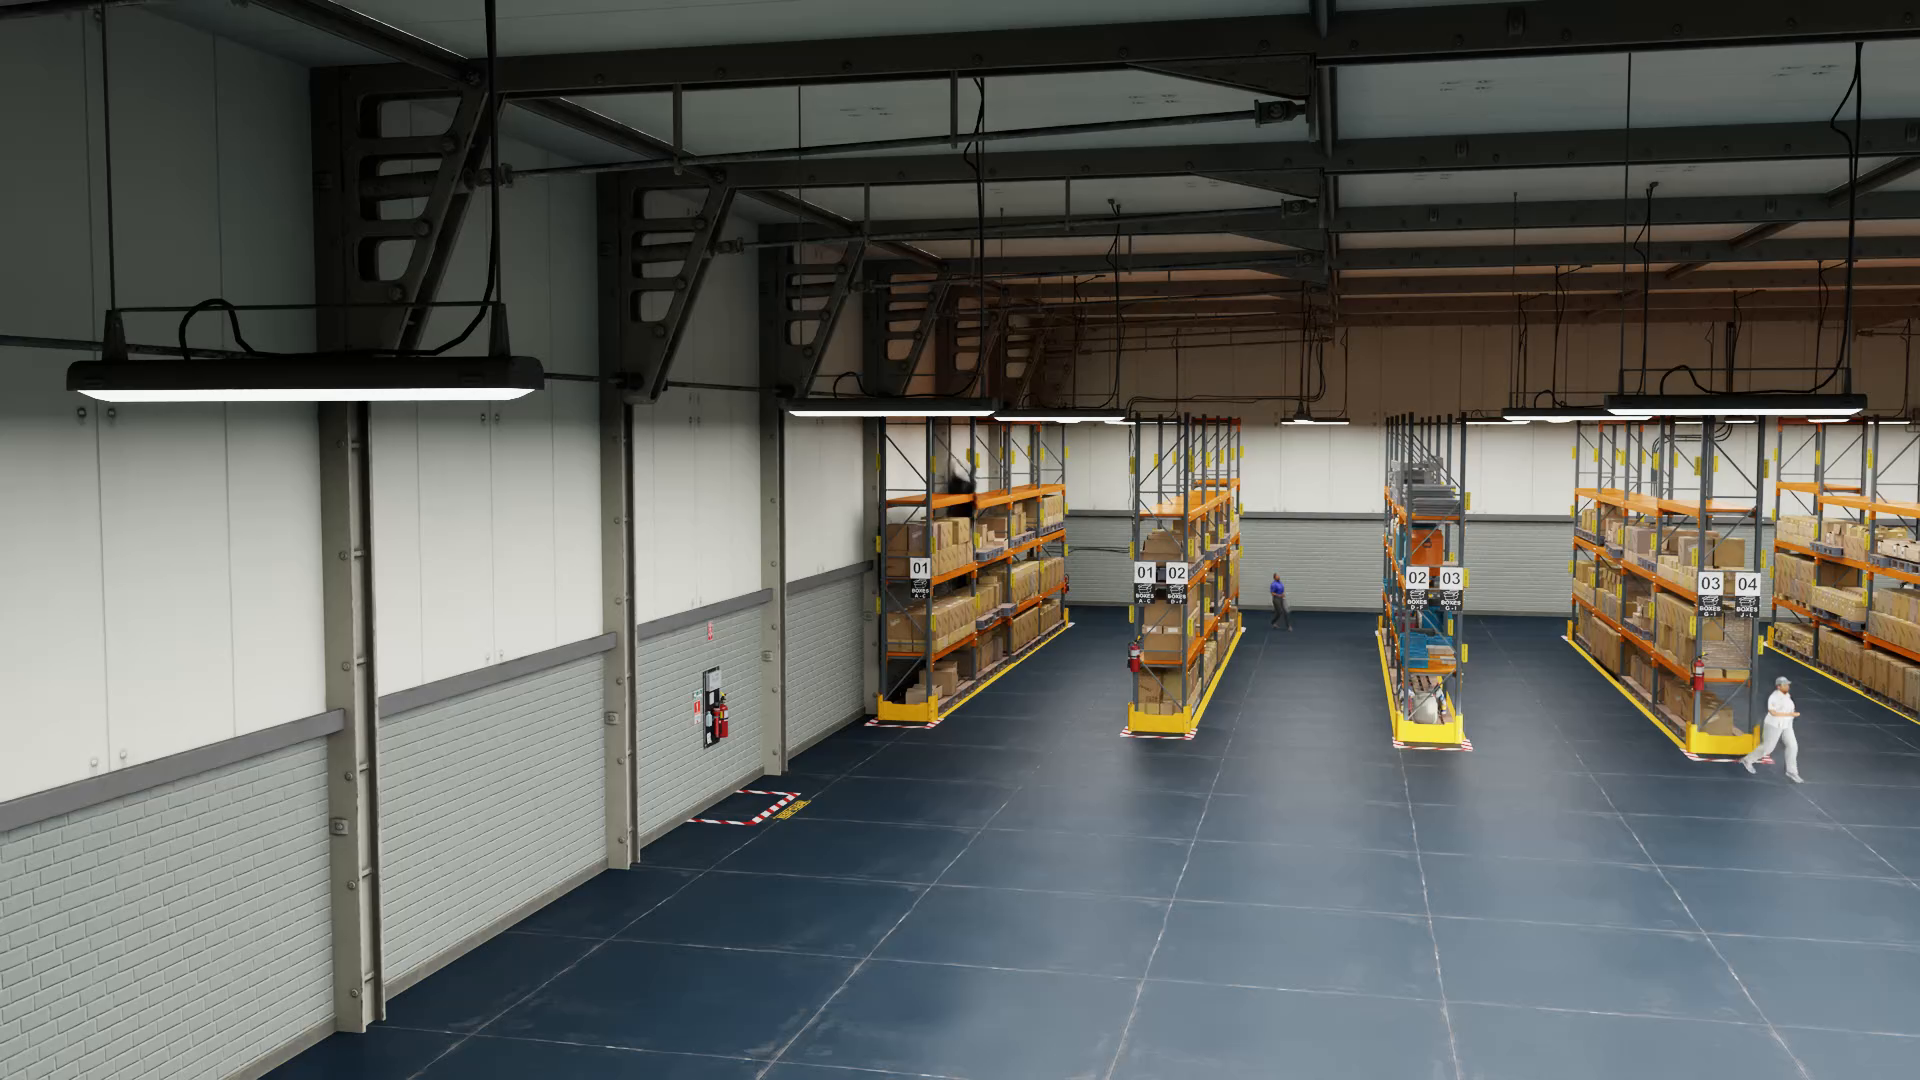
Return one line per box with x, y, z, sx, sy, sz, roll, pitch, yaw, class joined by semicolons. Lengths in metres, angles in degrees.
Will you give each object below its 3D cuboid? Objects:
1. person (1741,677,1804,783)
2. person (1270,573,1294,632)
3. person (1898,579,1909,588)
13.290;3.063;27.105;0.614;1.701;0.929;-3;5;-34;person
8.976;1.741;46.773;0.602;1.654;0.860;-3;5;-35;person
25.076;1.850;44.256;0.797;1.847;0.641;1;4;20;person
